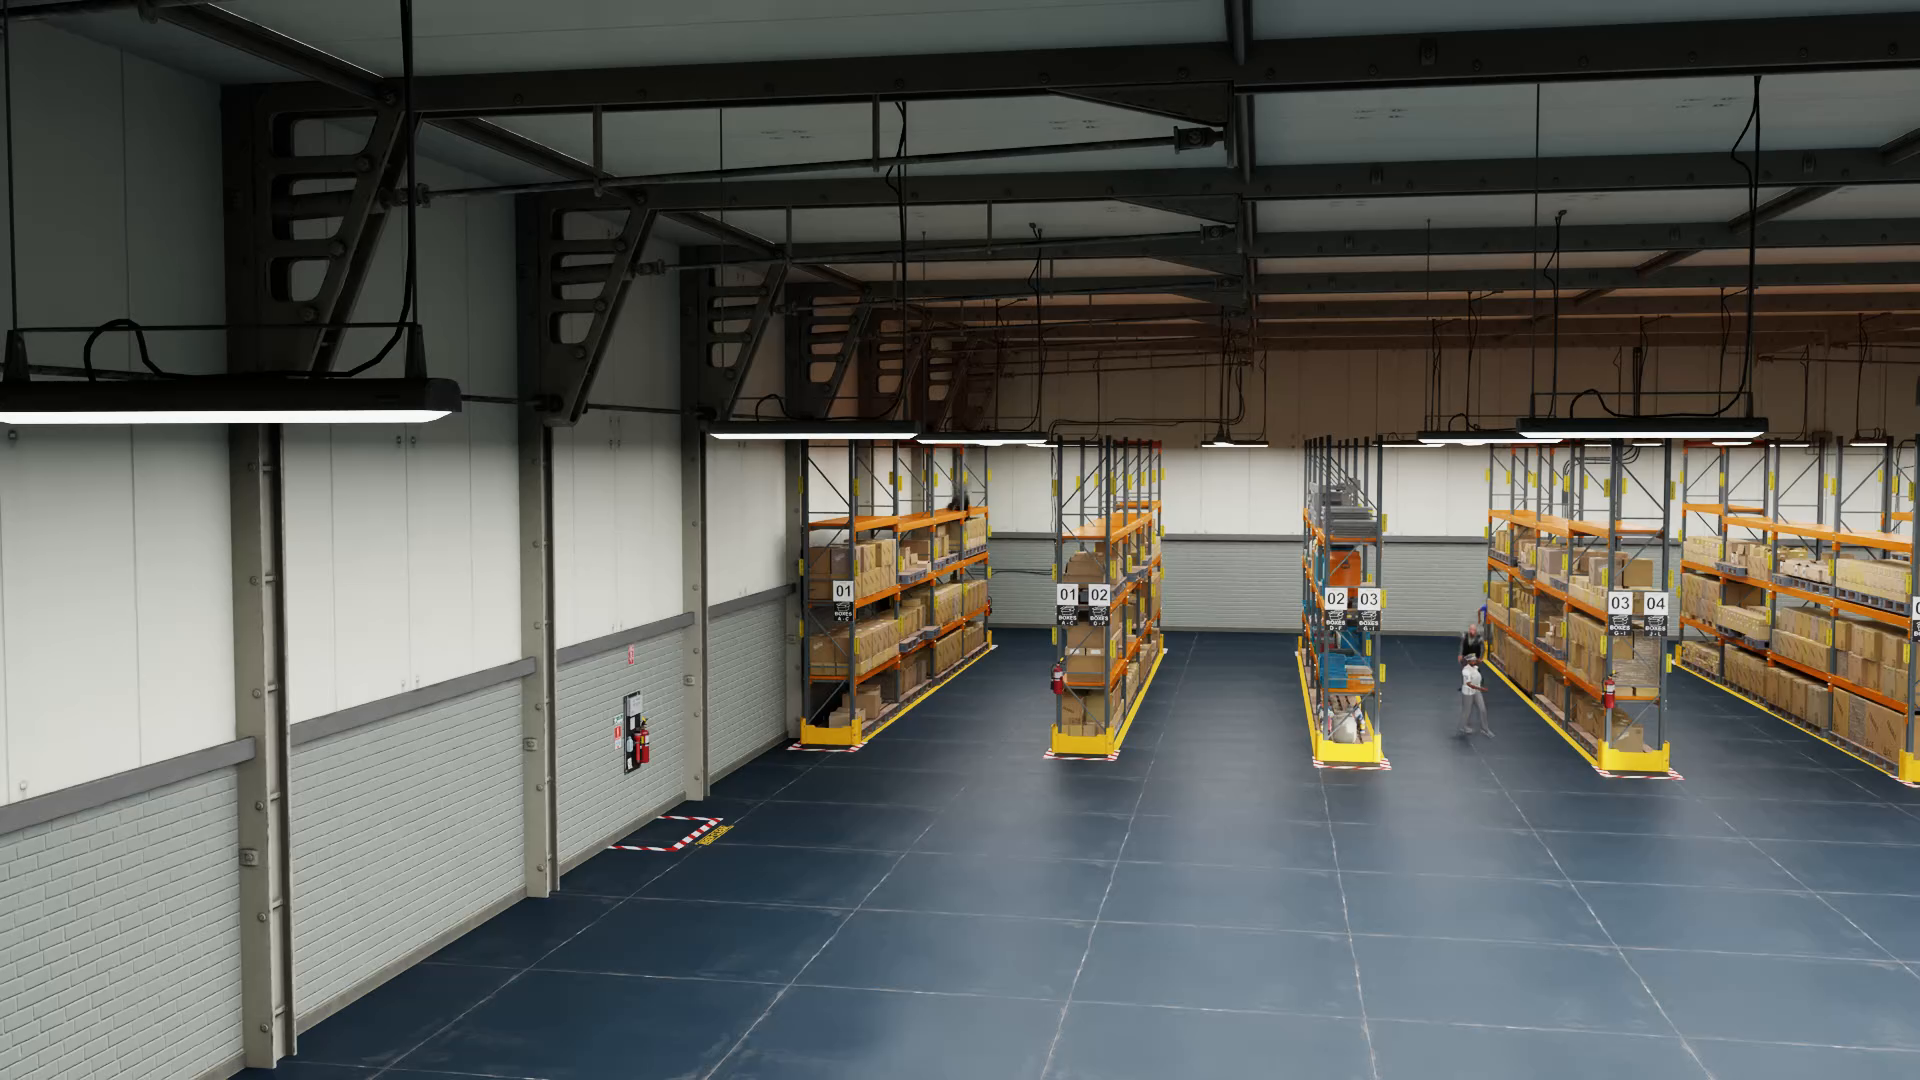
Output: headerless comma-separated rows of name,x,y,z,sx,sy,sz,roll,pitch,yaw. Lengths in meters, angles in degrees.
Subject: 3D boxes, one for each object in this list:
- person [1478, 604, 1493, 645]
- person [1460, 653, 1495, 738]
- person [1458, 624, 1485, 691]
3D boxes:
person,14.930,2.404,46.993,0.661,1.622,0.551,3,4,42
person,10.258,3.083,33.241,0.565,1.683,0.761,-1,3,-26
person,12.035,2.785,39.132,0.661,1.650,0.607,2,4,37
